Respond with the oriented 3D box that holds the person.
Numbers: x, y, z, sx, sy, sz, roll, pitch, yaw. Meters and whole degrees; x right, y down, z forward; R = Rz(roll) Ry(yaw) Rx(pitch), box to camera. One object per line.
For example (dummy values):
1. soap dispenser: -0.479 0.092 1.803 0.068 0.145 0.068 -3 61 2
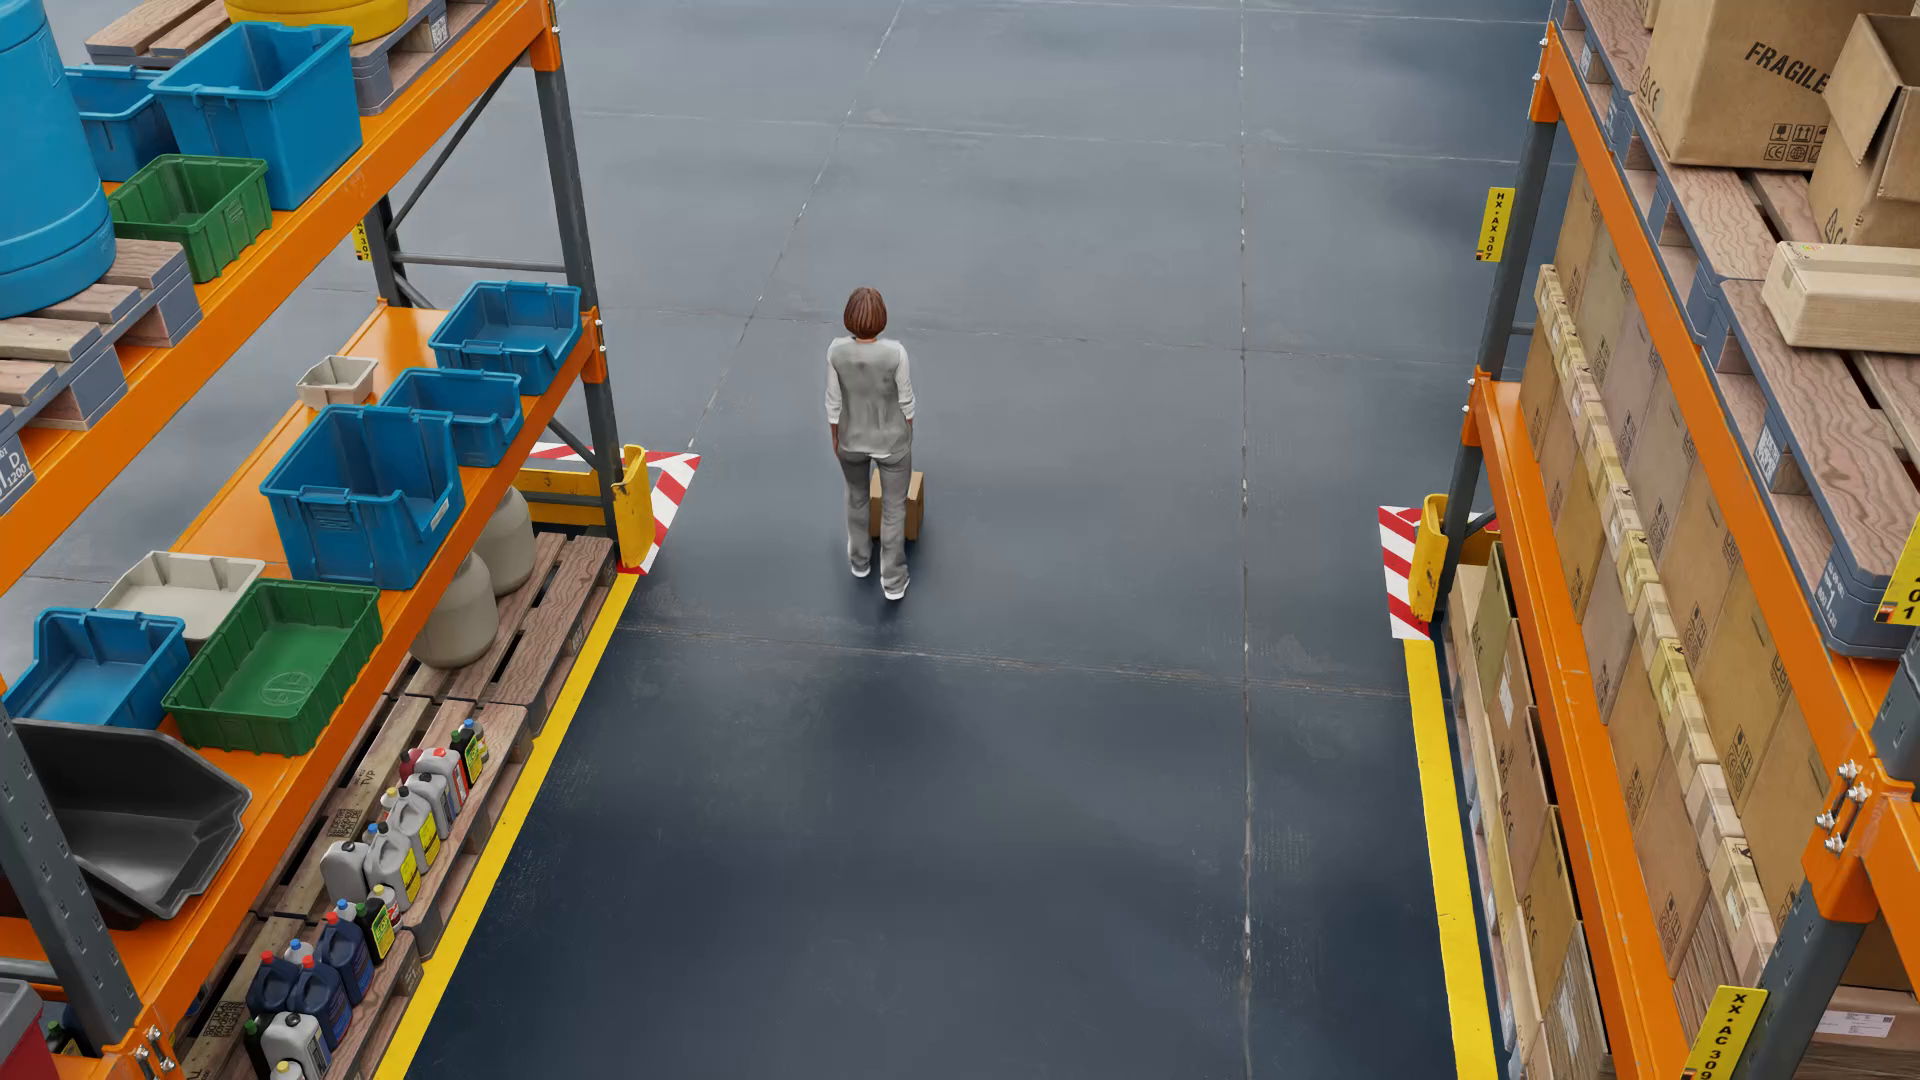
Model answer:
1. person: -0.405 -0.460 7.676 0.411 1.601 0.448 5 37 7
